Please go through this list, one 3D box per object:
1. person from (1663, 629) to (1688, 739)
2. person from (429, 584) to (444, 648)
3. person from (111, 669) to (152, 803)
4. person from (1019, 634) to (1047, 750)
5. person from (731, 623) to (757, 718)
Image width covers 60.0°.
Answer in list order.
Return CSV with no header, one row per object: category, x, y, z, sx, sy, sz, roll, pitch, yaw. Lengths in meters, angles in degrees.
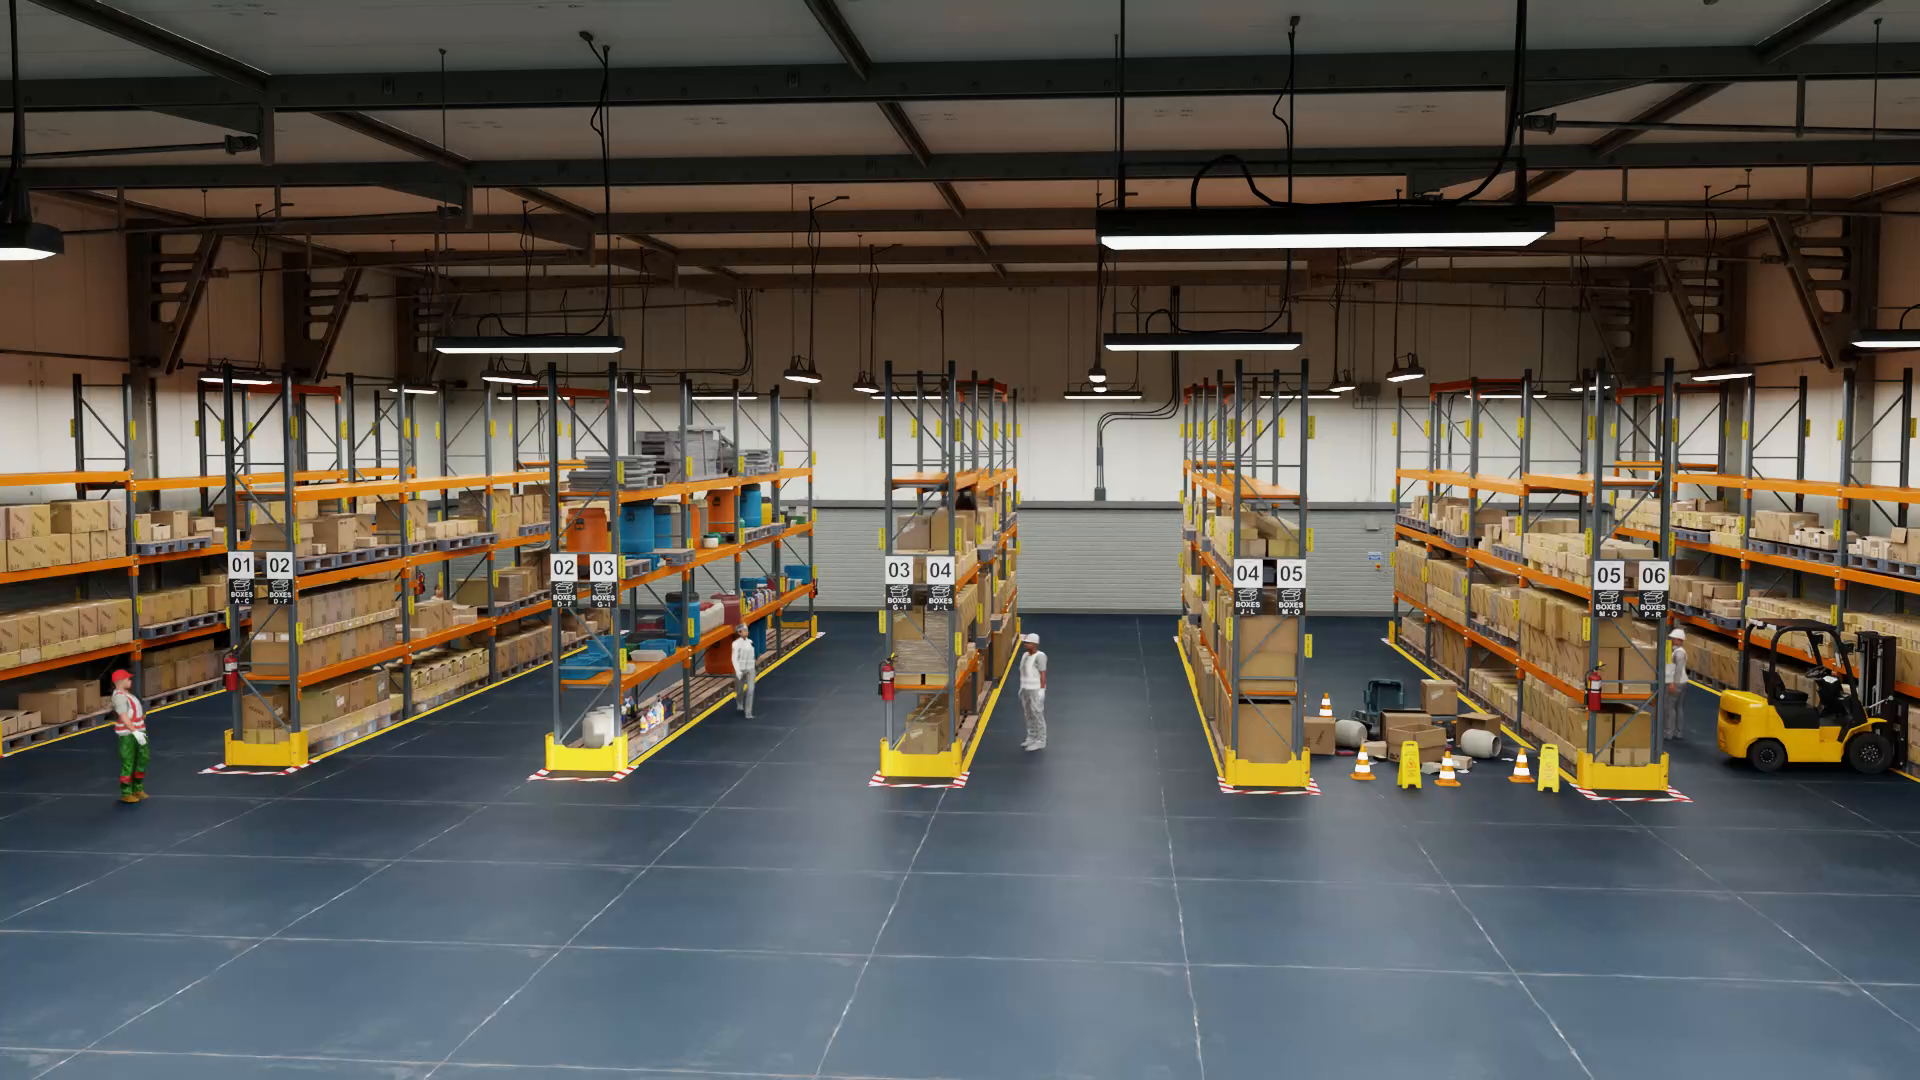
person,11.638,2.342,27.132,0.445,1.777,0.596,3,5,39
person,-11.461,1.782,36.468,0.416,1.621,1.024,1,4,16
person,-11.152,2.645,22.469,0.636,1.817,0.610,0,4,7
person,1.123,2.377,26.270,0.418,1.788,0.631,-2,4,-32
person,-3.772,2.262,29.085,0.449,1.644,0.908,-1,4,-8
